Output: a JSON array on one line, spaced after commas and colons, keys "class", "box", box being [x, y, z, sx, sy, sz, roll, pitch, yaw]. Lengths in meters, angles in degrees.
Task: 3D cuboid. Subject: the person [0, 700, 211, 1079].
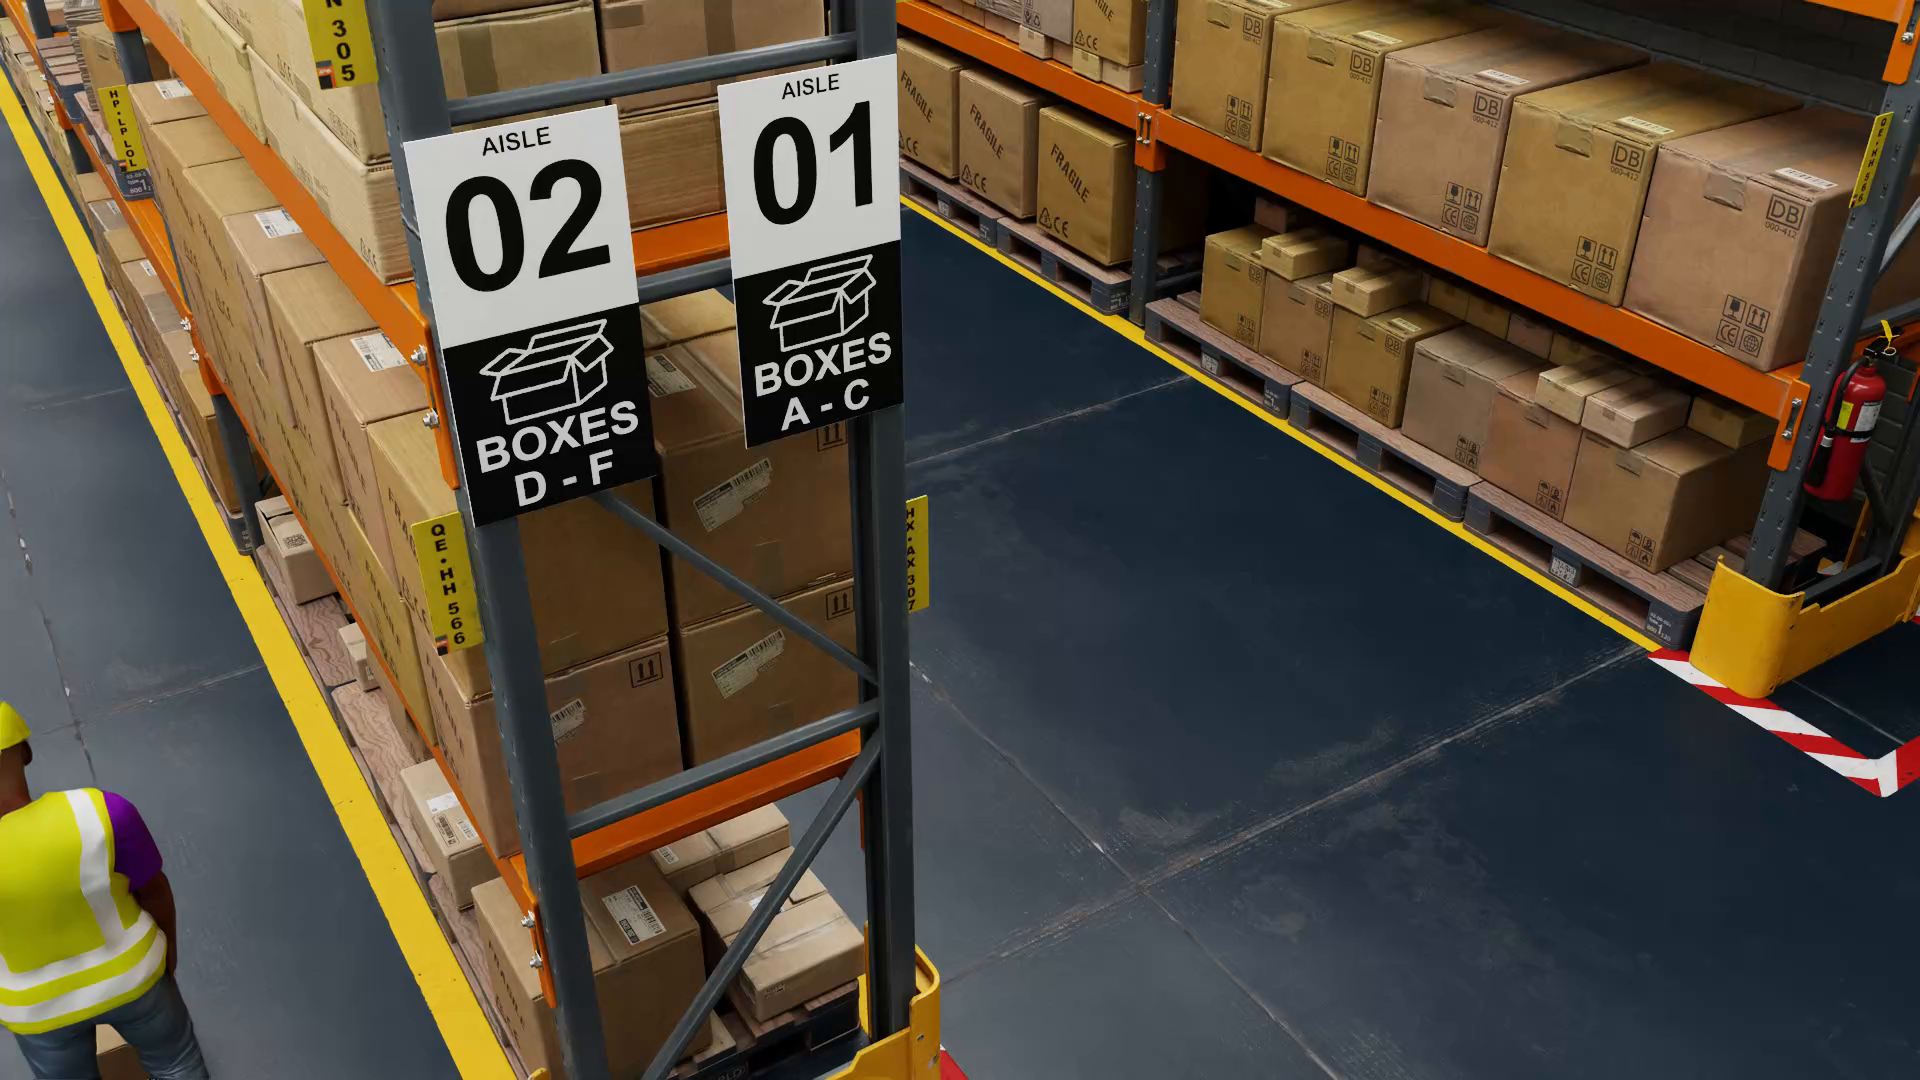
[{"class": "person", "box": [-2.312, 1.137, 4.339, 0.573, 1.752, 0.384, -16, 36, -24]}]
